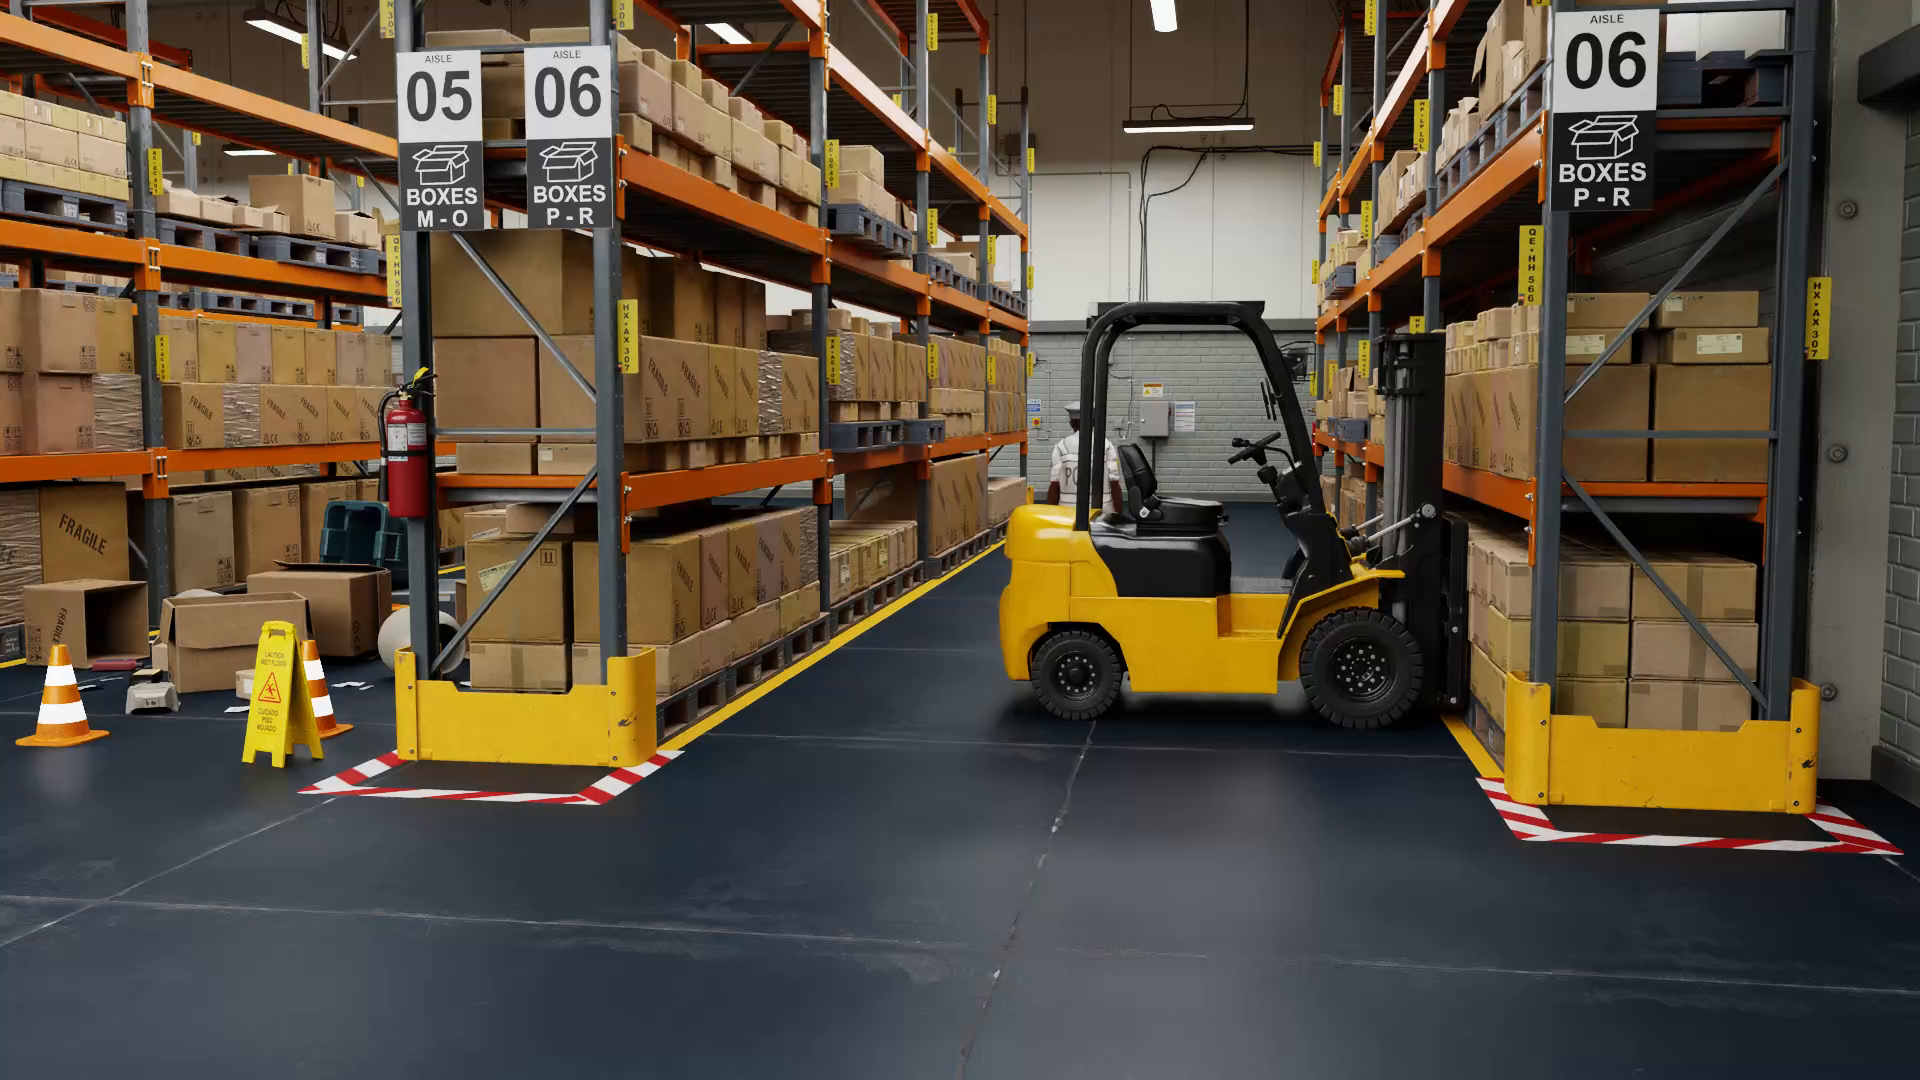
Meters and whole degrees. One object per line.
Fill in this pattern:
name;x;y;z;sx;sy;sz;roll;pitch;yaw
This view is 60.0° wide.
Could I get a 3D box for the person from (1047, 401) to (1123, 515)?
person;0.846;-0.096;11.074;0.532;1.664;0.421;0;5;6
